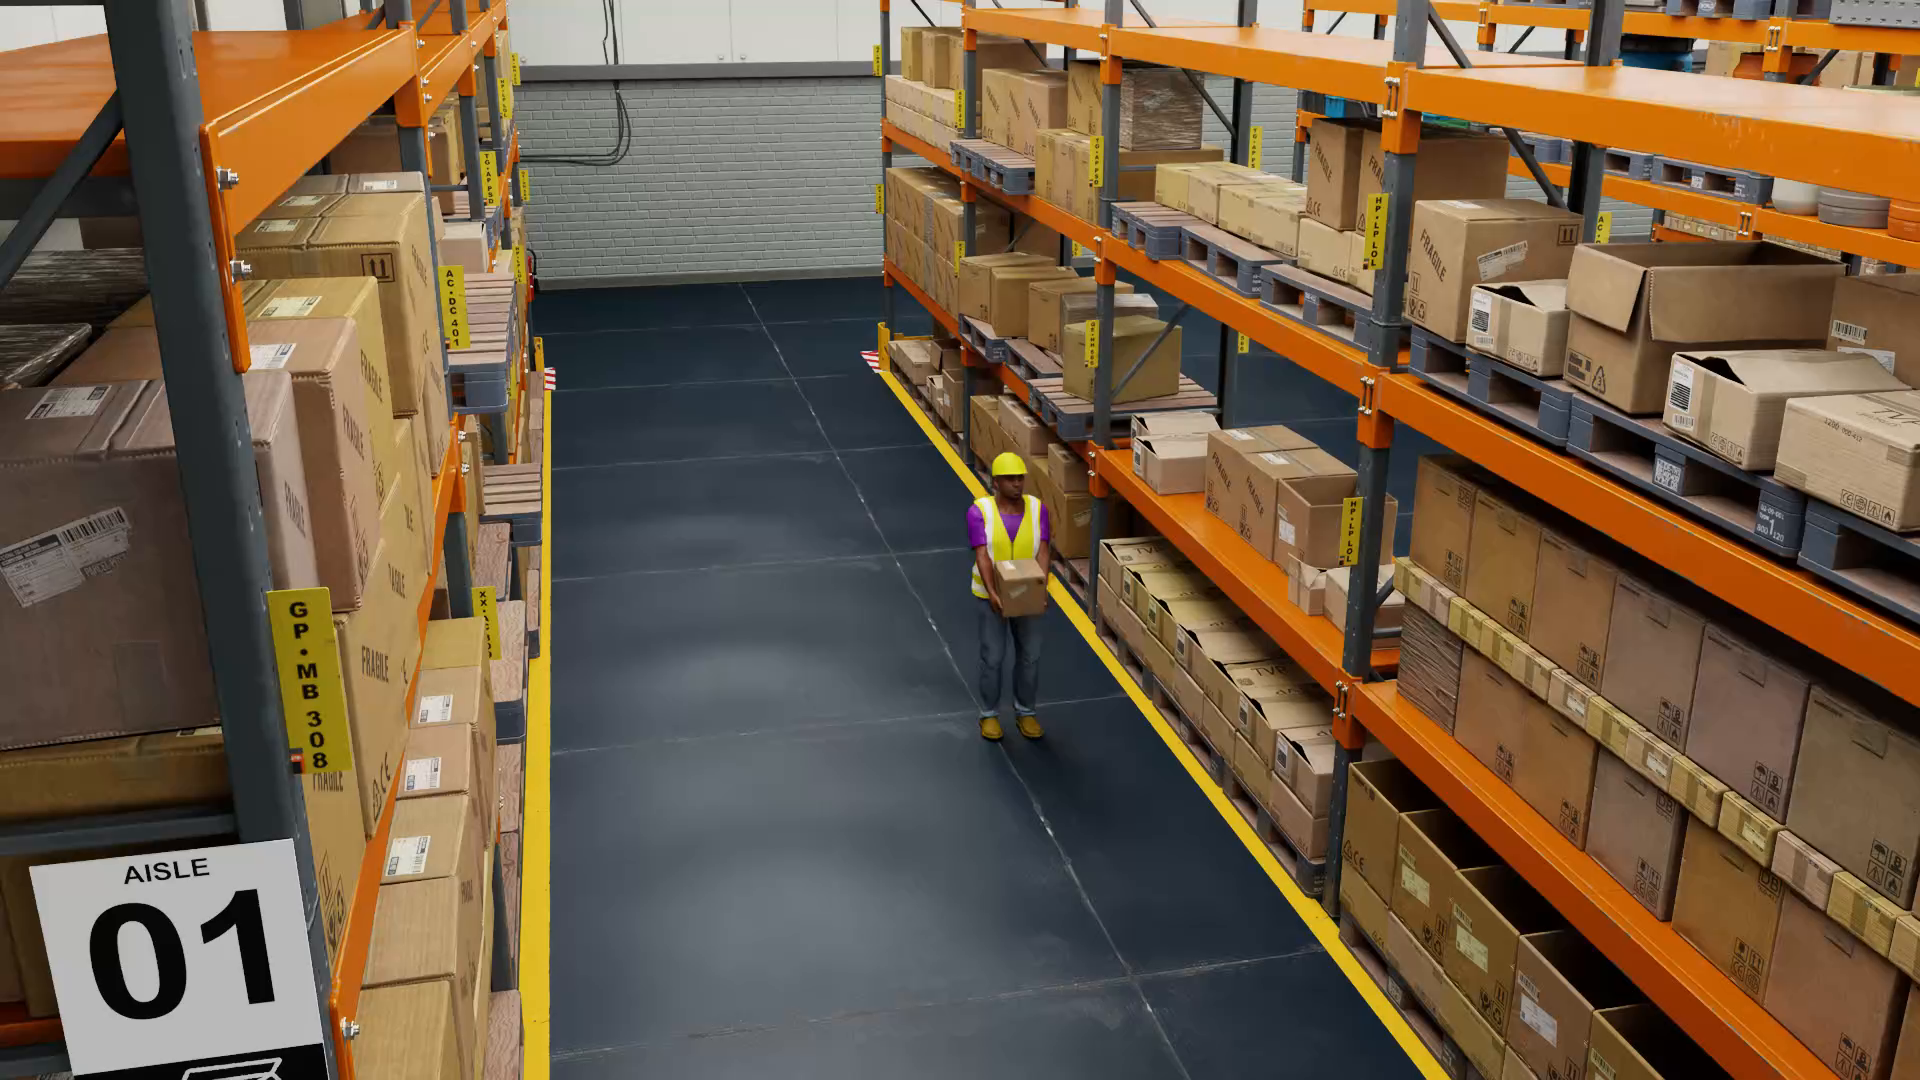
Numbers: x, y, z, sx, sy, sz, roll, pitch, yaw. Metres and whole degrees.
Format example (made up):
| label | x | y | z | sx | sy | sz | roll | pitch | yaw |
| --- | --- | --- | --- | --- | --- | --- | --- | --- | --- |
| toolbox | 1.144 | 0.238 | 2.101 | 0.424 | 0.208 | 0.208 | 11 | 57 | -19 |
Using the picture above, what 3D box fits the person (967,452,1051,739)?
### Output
| label | x | y | z | sx | sy | sz | roll | pitch | yaw |
| --- | --- | --- | --- | --- | --- | --- | --- | --- | --- |
| person | 0.320 | 0.365 | 10.009 | 0.502 | 1.762 | 0.586 | -4 | 20 | -12 |
